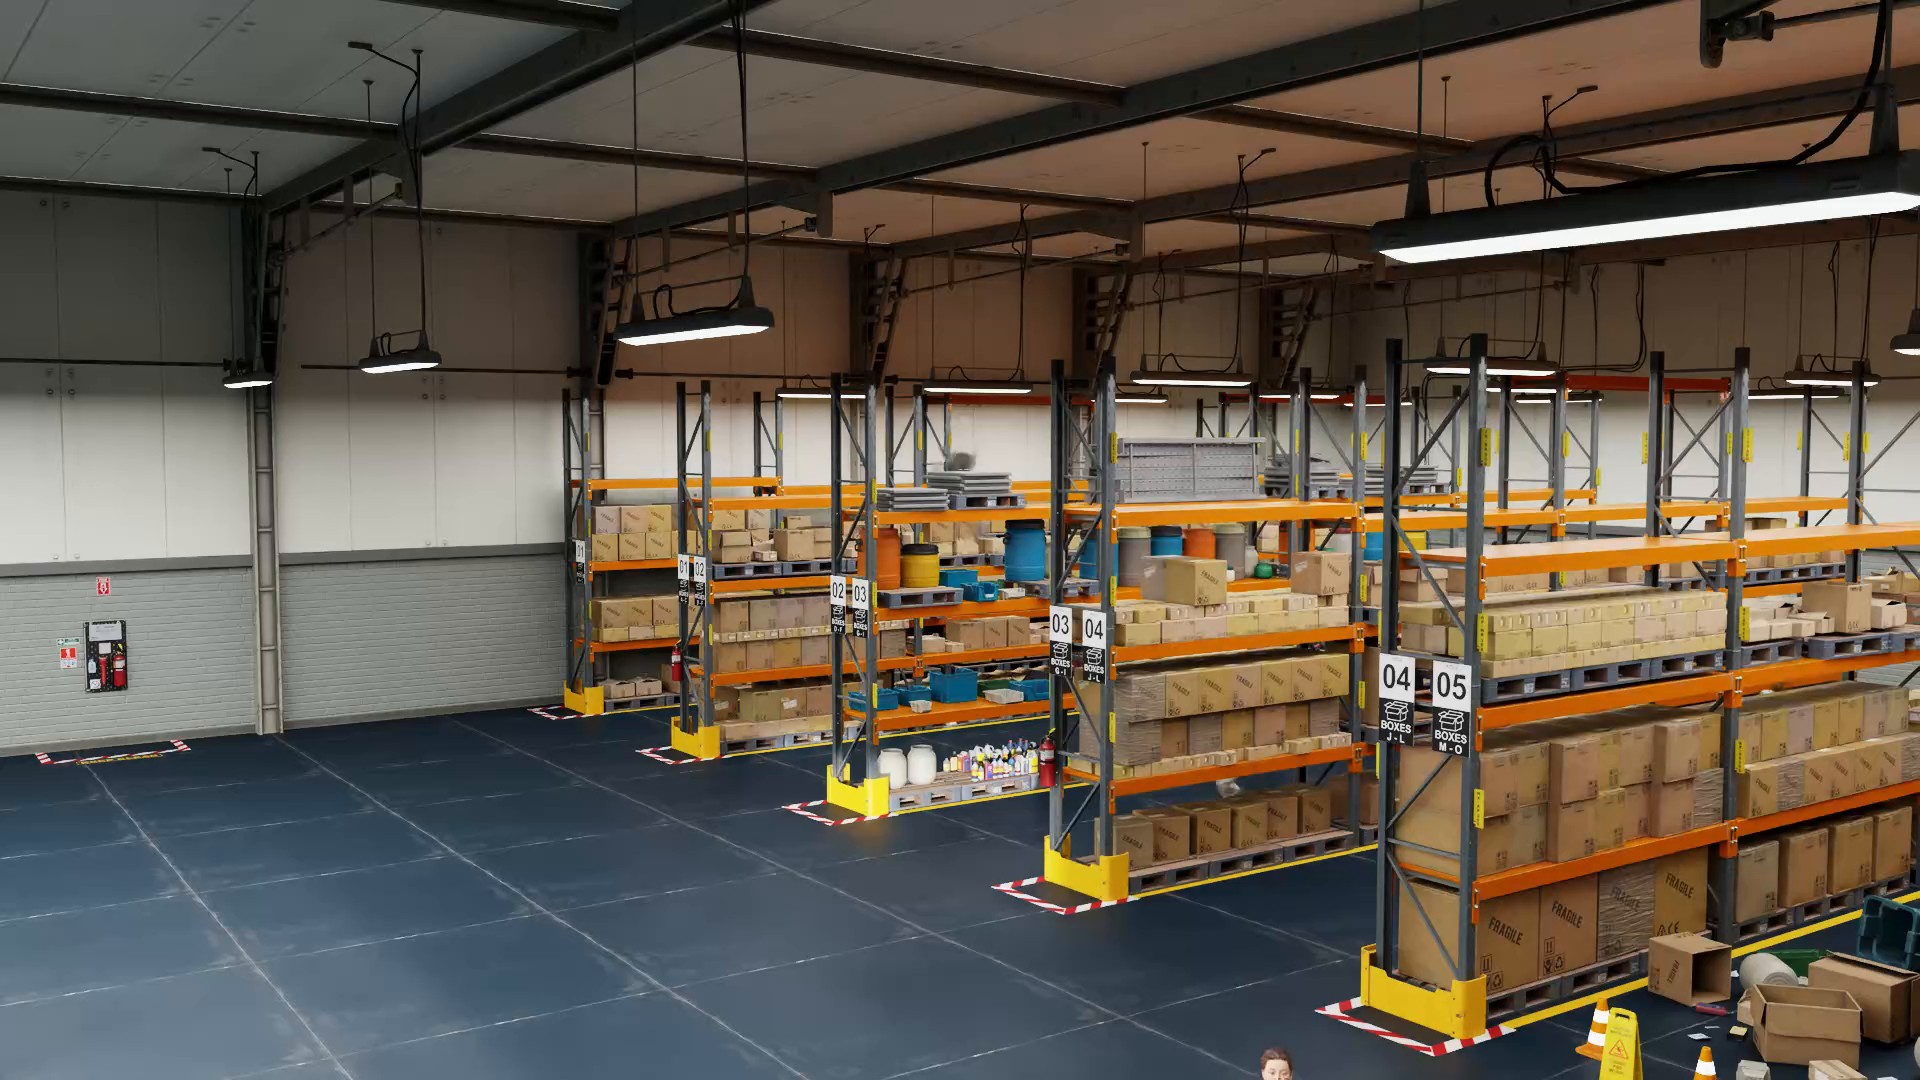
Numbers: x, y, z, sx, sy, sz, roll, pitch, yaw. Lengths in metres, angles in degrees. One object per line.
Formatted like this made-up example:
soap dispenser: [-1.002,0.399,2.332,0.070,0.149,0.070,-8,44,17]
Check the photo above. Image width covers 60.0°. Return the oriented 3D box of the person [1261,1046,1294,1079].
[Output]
person: [1.779,3.723,9.434,0.543,1.721,0.723,0,4,5]

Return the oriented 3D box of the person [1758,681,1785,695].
person: [11.557,2.776,23.564,0.811,1.837,0.616,-3,5,-40]

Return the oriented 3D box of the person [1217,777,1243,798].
person: [3.596,2.876,22.123,0.548,1.745,0.661,-2,4,-33]
